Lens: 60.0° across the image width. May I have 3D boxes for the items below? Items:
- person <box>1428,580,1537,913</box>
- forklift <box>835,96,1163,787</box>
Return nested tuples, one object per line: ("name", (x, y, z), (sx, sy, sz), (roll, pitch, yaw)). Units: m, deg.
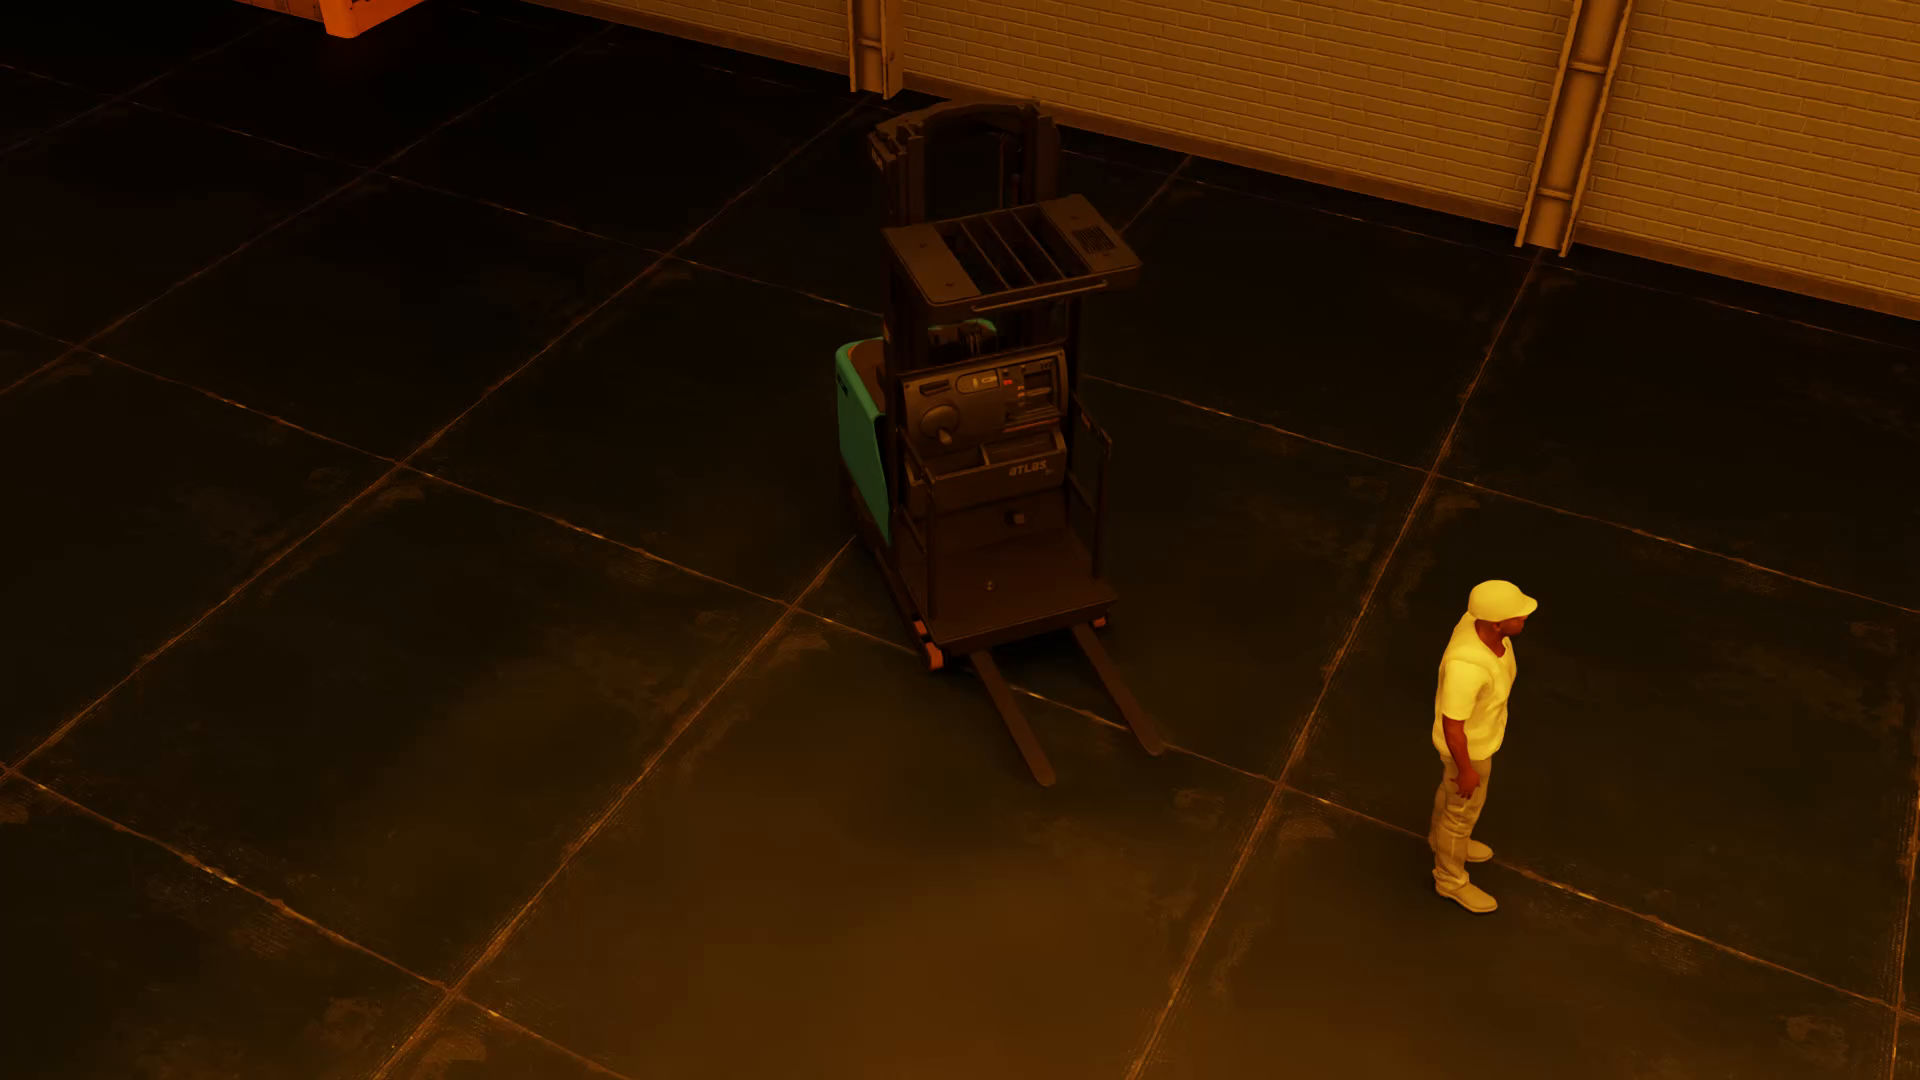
("person", (2.458, 0.923, 7.790), (0.549, 1.770, 0.664), (16, 43, 18))
("forklift", (0.218, -0.688, 8.804), (1.130, 2.935, 3.031), (-13, 42, -15))
